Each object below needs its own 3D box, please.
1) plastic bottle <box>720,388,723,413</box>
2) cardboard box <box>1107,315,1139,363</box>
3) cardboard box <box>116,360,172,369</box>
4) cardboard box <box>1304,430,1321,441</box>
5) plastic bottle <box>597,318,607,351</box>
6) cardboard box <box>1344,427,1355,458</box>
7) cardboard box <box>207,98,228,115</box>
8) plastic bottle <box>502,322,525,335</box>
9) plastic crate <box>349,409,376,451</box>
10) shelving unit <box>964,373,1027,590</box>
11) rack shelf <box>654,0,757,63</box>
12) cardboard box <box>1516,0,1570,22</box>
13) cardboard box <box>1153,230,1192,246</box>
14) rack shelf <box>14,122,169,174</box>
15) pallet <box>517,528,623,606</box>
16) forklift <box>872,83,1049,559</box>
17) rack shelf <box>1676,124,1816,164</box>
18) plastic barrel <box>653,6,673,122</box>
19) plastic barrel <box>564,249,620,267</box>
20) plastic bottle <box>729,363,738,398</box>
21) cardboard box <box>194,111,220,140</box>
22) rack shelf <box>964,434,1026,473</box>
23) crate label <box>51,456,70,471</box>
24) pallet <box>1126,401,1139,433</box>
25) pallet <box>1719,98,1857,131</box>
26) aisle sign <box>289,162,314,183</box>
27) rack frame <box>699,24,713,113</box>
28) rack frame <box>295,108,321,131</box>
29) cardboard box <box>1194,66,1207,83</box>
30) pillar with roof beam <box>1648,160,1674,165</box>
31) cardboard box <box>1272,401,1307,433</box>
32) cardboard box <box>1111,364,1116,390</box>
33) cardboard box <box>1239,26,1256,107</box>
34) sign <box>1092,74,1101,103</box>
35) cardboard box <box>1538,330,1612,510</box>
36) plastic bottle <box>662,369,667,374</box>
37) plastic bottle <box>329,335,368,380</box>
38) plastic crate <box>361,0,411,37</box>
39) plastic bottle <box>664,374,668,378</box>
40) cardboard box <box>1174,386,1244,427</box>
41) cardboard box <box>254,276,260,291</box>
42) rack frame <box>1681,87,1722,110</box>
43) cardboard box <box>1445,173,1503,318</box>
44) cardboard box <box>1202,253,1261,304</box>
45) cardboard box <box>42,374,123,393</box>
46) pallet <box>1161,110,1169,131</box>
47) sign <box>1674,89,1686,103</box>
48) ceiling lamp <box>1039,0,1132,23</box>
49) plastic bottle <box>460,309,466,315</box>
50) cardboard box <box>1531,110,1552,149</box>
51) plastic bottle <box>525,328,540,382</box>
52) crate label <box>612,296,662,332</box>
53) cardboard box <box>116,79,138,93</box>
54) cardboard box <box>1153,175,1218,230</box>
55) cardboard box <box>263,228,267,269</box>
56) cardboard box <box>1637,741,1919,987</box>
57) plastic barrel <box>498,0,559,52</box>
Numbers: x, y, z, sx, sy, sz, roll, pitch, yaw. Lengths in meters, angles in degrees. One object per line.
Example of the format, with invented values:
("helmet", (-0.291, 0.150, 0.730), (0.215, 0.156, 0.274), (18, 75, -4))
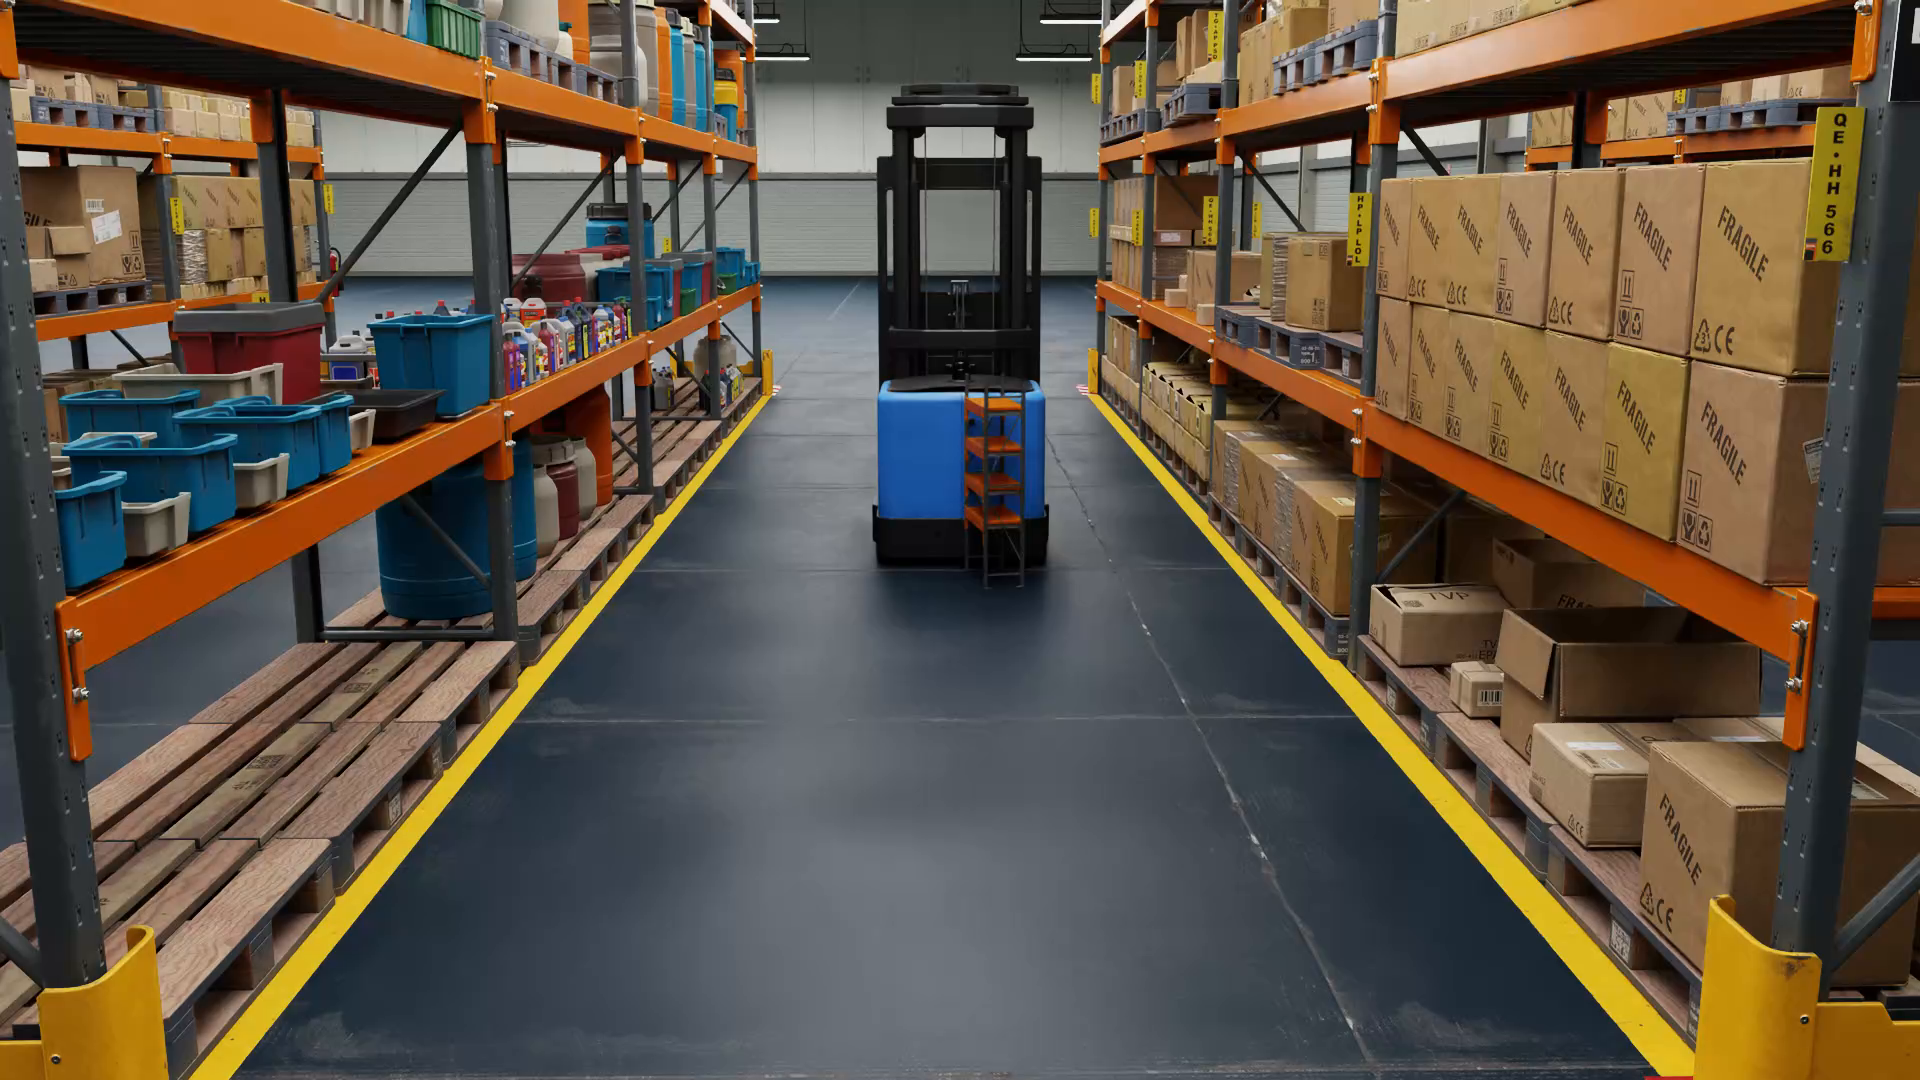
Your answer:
("plastic bottle", (-2.324, -1.354, 15.945), (0.097, 0.271, 0.097), (0, 11, 0))
("cardboard box", (1.915, -2.244, 18.549), (0.500, 0.500, 0.500), (0, 11, -1))
("cardboard box", (-7.676, -1.451, 15.895), (0.500, 0.500, 0.500), (-1, 11, -3))
("cardboard box", (2.533, -0.441, 10.867), (0.500, 0.500, 0.500), (0, 11, 1))
("plastic bottle", (-2.239, -1.274, 10.292), (0.097, 0.201, 0.097), (0, 11, 0))
("cardboard box", (2.564, -0.593, 9.735), (0.500, 0.250, 0.500), (0, 11, -2))
("cardboard box", (-7.431, -4.256, 16.325), (0.380, 0.149, 0.250), (0, 11, -2))
("plastic bottle", (-2.390, -1.036, 8.935), (0.152, 0.276, 0.135), (0, 11, -1))
("plastic crate", (-2.254, -0.375, 5.878), (0.293, 0.136, 0.466), (0, 11, -1))
("shelving unit", (0.201, -0.356, 9.783), (0.258, 1.200, 0.503), (-3, 12, -12))
("rack shelf", (-2.797, -5.200, 16.871), (1.077, 0.370, 4.000), (0, 11, -1))
("cardboard box", (2.153, -1.840, 5.420), (0.500, 0.250, 0.500), (0, 11, -1))
("cardboard box", (1.977, -2.850, 15.680), (0.380, 0.149, 0.250), (0, 11, -1))
("rack shelf", (-7.666, -3.110, 13.109), (1.077, 0.370, 4.000), (0, 11, -1))
("pallet", (-2.593, 0.150, 9.790), (1.003, 0.211, 1.213), (0, 11, -1))
("forklift", (-0.008, -1.562, 11.385), (1.130, 2.935, 3.031), (0, 11, -1))
("rack shelf", (7.190, -3.171, 13.410), (1.077, 0.370, 4.000), (0, 11, -1))
("plastic barrel", (-2.487, -3.590, 12.586), (0.600, 0.830, 0.708), (0, 11, -1))
("plastic barrel", (-2.931, -2.054, 13.298), (0.433, 0.535, 0.433), (0, 11, 0))
("plastic bottle", (-2.374, -1.649, 17.199), (0.144, 0.351, 0.185), (0, 11, 1))
("cardboard box", (-7.477, -3.982, 15.977), (0.500, 0.250, 0.500), (0, 11, -2))
("rack shelf", (0.201, -0.509, 9.750), (0.258, 0.148, 0.480), (-3, 12, -12))
("crate label", (-2.727, -0.199, 5.010), (0.396, 0.136, 0.243), (0, 11, -1))
("pallet", (2.222, -1.222, 16.550), (1.003, 0.211, 1.213), (0, 11, -1))
("pallet", (7.080, -3.500, 13.694), (1.213, 0.211, 1.003), (0, 11, -1))
("aisle sign", (-7.492, -4.473, 19.023), (0.394, 0.787, 0.004), (0, 11, -1))
("rack frame", (-2.756, -5.351, 14.800), (1.000, 3.000, 0.127), (0, 11, -1))
("rack frame", (-7.790, -6.125, 18.619), (1.000, 3.000, 0.127), (0, 11, -1))
("cardboard box", (2.175, -3.652, 13.293), (0.500, 0.250, 0.500), (-1, 12, -6))
("pillar with roof beam", (3.642, -6.033, 18.164), (9.100, 9.000, 0.400), (0, 11, -1))
("cardboard box", (2.562, -0.873, 12.268), (0.500, 0.311, 0.500), (0, 11, 1))
("cardboard box", (1.927, -1.777, 18.134), (0.500, 0.250, 0.500), (0, 11, -1))
("cardboard box", (2.322, -3.067, 10.838), (0.910, 0.500, 0.500), (0, 11, -1))
("sign", (1.559, -5.161, 19.014), (0.100, 0.325, 0.005), (0, 11, -1))
("cardboard box", (2.144, -0.384, 5.155), (0.500, 0.500, 0.500), (0, 11, -1))
("plastic bottle", (-3.105, -1.654, 17.424), (0.097, 0.271, 0.097), (0, 11, 0))
("plastic bottle", (-2.922, -0.836, 7.949), (0.152, 0.276, 0.135), (0, 11, -1))
("plastic crate", (-2.184, -1.910, 6.047), (0.293, 0.136, 0.466), (0, 11, -1))
("plastic bottle", (-2.966, -1.530, 16.779), (0.061, 0.283, 0.133), (0, 11, -1))
("cardboard box", (1.997, -1.075, 13.261), (0.500, 0.311, 0.500), (0, 11, -2))
("cardboard box", (-7.506, -2.659, 17.251), (0.380, 0.149, 0.250), (0, 11, -1))
("rack frame", (7.149, -5.391, 15.000), (1.000, 3.000, 0.127), (0, 11, -1))
("cardboard box", (2.112, -1.079, 6.068), (0.500, 0.500, 0.500), (-1, 11, -3))
("cardboard box", (2.228, -2.017, 13.207), (0.500, 0.500, 0.500), (-1, 11, -4))
("cardboard box", (-7.725, -1.164, 14.431), (0.700, 0.500, 0.500), (0, 11, -2))
("pallet", (2.228, -3.631, 14.350), (0.805, 0.209, 1.217), (-1, 11, -3))
("sign", (6.607, -4.171, 15.229), (0.100, 0.325, 0.005), (0, 11, -1))
("ceiling lamp", (2.635, -12.276, 34.253), (2.000, 3.185, 0.800), (0, 11, -1))
("plastic bottle", (-2.993, -1.258, 10.039), (0.097, 0.271, 0.097), (0, 11, 0))
("cardboard box", (6.823, -4.708, 18.873), (0.500, 0.500, 0.500), (0, 11, 0))
("plastic bottle", (-2.202, -0.947, 8.504), (0.097, 0.271, 0.097), (0, 11, 0))
("crate label", (-2.307, -1.619, 11.914), (0.303, 0.233, 0.416), (0, 11, -1))
("cardboard box", (-7.972, -4.388, 15.344), (0.500, 0.500, 0.500), (-1, 11, -3))
("cardboard box", (2.181, -3.203, 15.788), (0.700, 0.500, 0.500), (0, 11, -1))
("cardboard box", (-7.709, -3.072, 17.658), (0.875, 0.500, 0.500), (0, 11, -1))
("cardboard box", (2.187, 0.858, 4.467), (0.500, 0.500, 0.500), (0, 11, -1))
("plastic barrel", (-2.486, -3.006, 9.389), (0.433, 0.535, 0.433), (0, 11, 0))
